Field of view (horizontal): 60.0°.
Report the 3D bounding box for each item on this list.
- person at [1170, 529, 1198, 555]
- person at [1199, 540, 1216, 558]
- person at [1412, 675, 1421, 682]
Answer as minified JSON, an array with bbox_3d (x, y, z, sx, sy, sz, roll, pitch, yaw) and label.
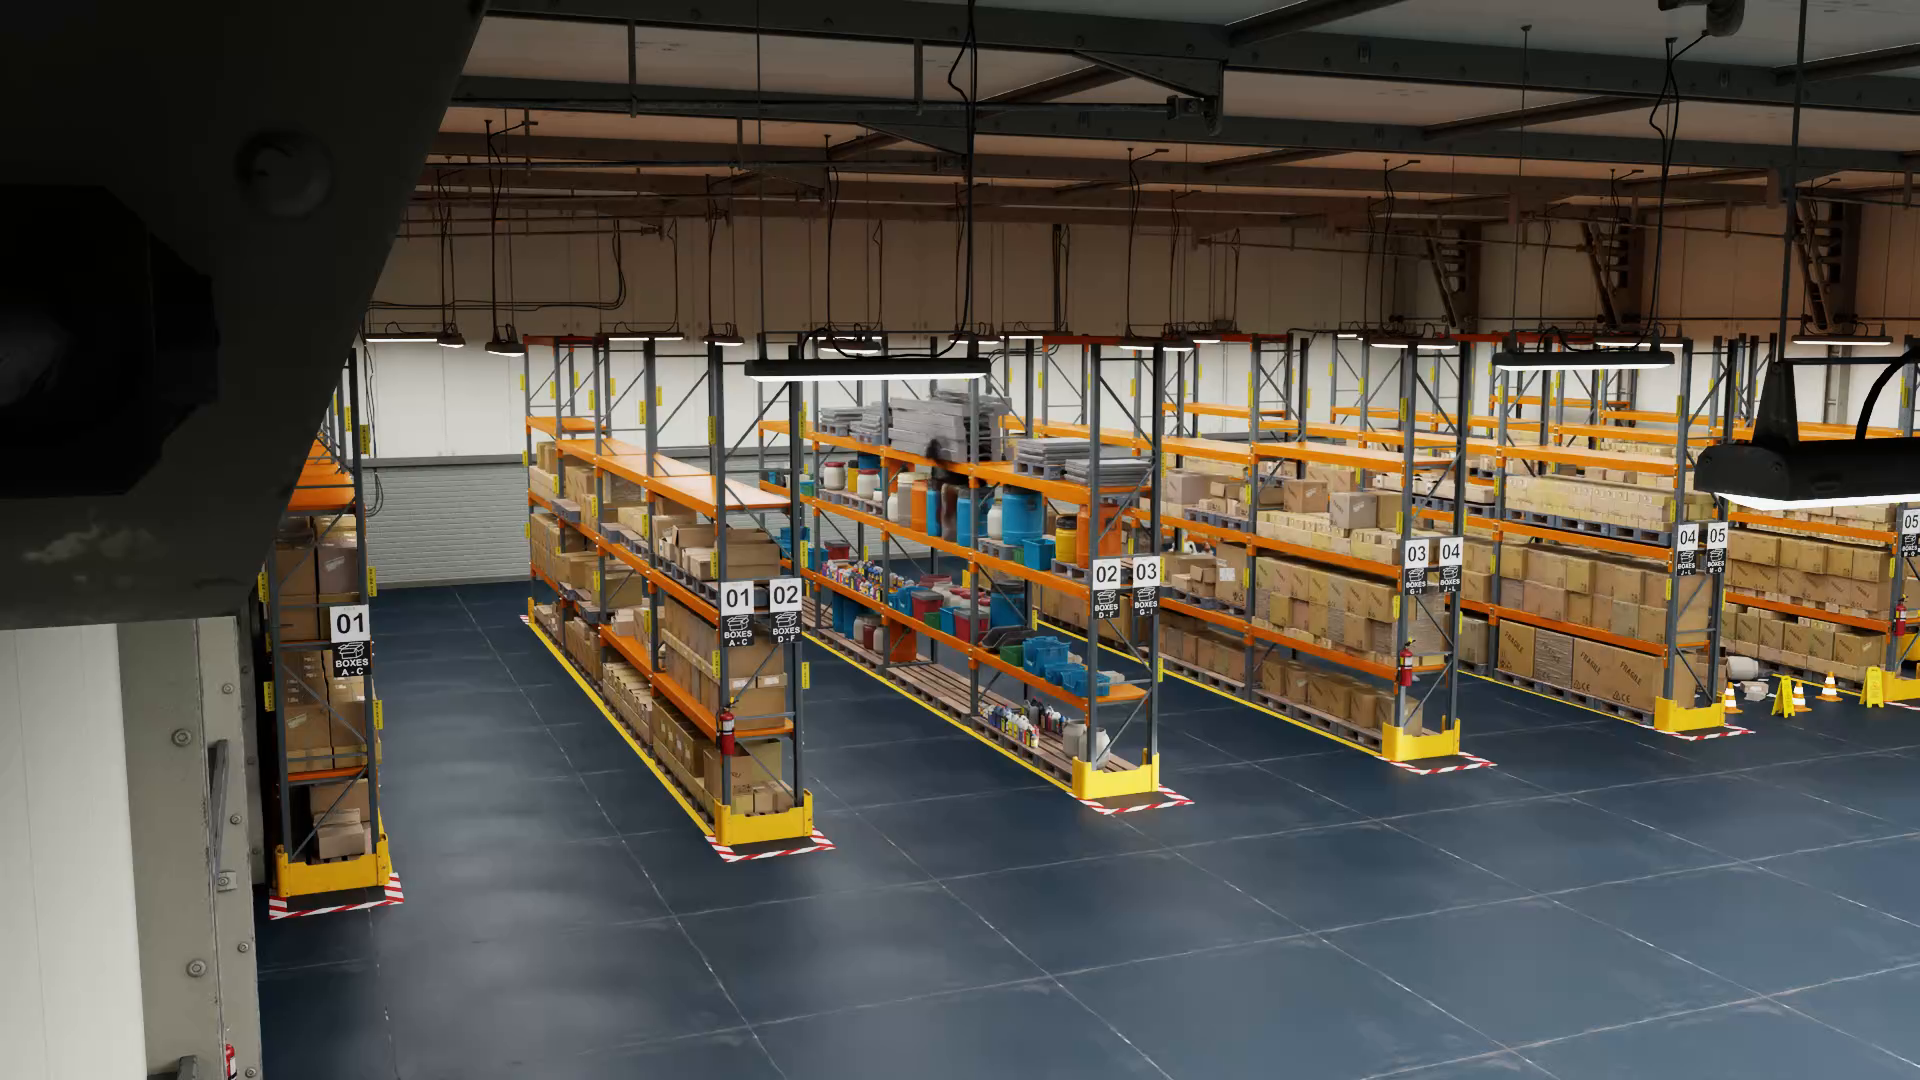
[{"bbox_3d":[4.987,0.593,36.877,0.597,1.721,0.868,-2,8,-17],"label":"person"},{"bbox_3d":[5.353,0.795,35.844,0.548,1.585,0.661,-2,8,-17],"label":"person"},{"bbox_3d":[7.872,1.559,29.312,0.688,1.775,0.804,-3,8,-24],"label":"person"}]
